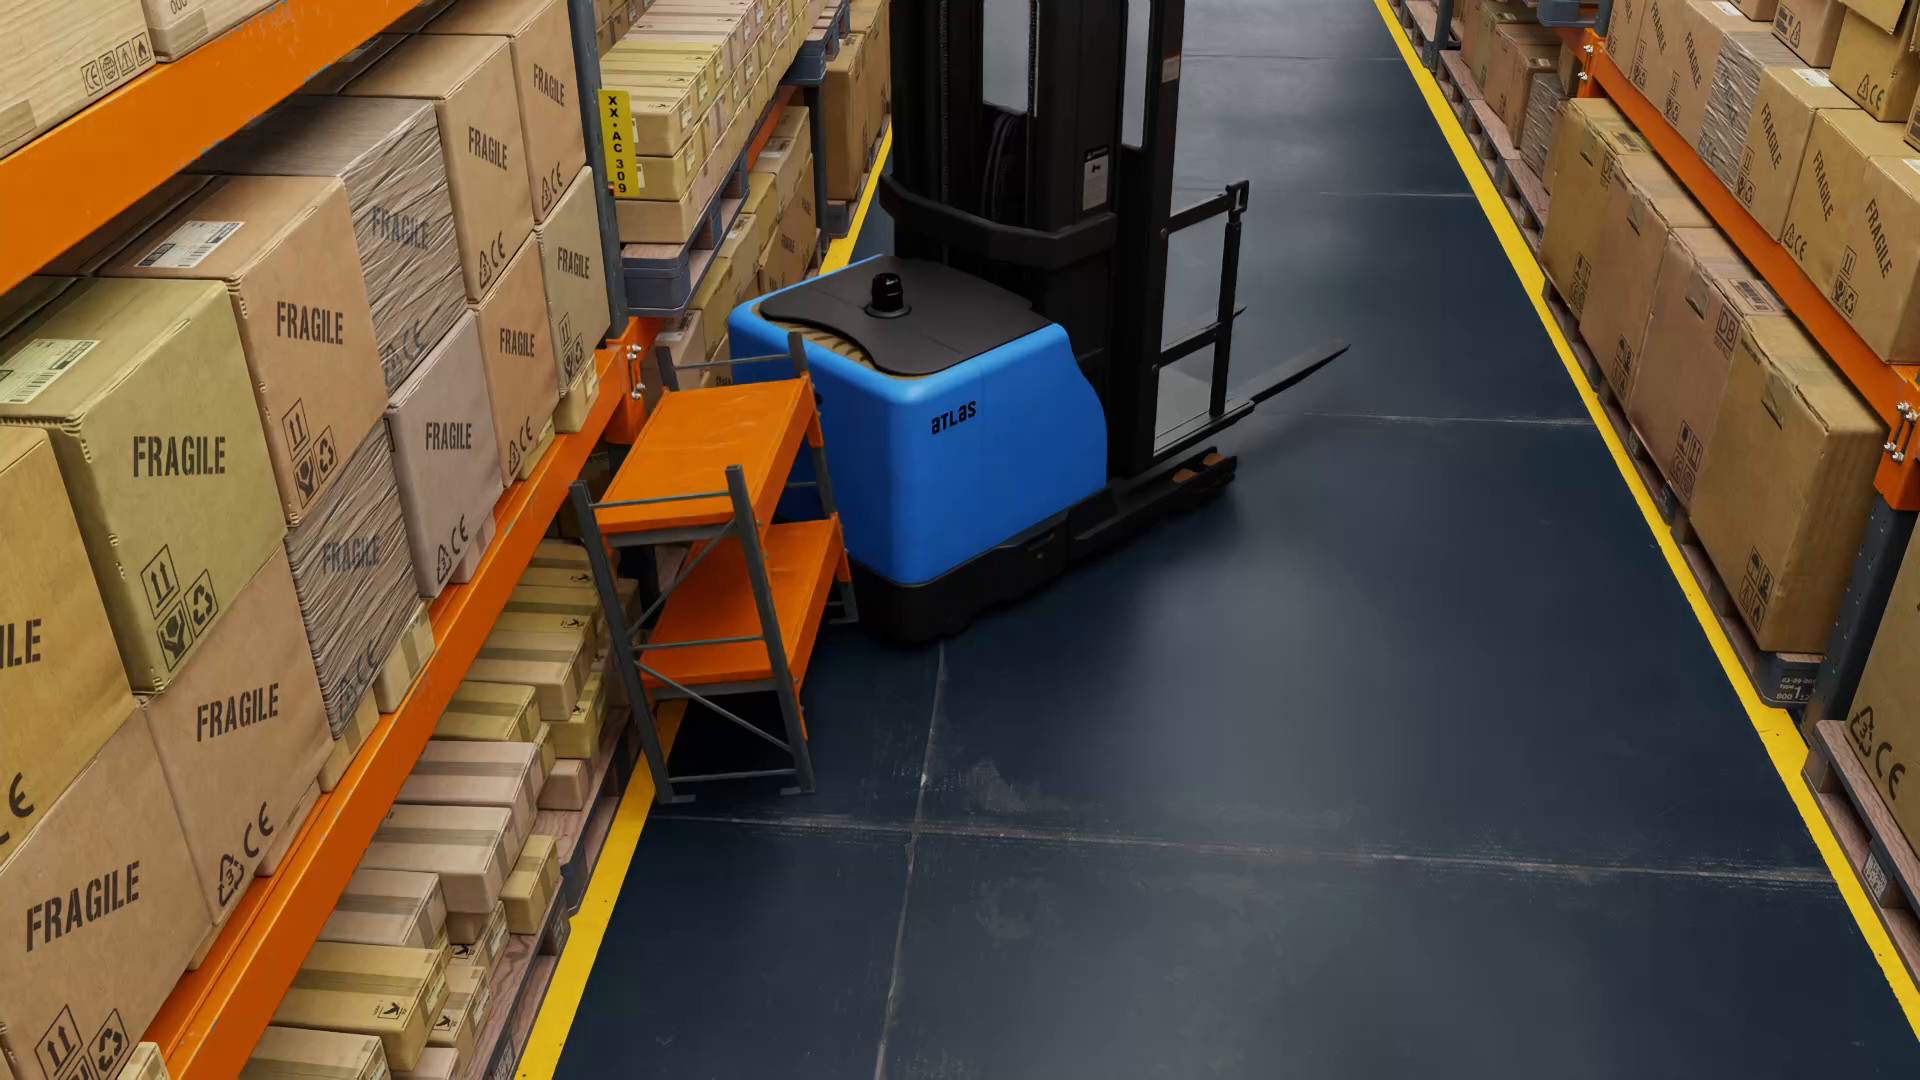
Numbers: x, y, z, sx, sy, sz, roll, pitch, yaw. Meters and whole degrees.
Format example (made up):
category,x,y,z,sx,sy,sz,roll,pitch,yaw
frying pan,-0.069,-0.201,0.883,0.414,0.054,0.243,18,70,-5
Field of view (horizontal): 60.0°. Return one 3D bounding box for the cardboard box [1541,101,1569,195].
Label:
category,x,y,z,sx,sy,sz,roll,pitch,yaw
cardboard box,3.726,-2.142,9.330,0.700,0.500,0.500,1,32,1

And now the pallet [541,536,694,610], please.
category,x,y,z,sx,sy,sz,roll,pitch,yaw
pallet,-1.508,-0.061,6.648,1.003,0.211,1.213,2,32,4

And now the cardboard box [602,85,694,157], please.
category,x,y,z,sx,sy,sz,roll,pitch,yaw
cardboard box,-1.079,-1.352,5.357,0.380,0.149,0.250,4,32,6

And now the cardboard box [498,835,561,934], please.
category,x,y,z,sx,sy,sz,roll,pitch,yaw
cardboard box,-1.347,0.955,4.659,0.380,0.149,0.250,2,32,4

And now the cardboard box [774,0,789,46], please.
category,x,y,z,sx,sy,sz,roll,pitch,yaw
cardboard box,-0.934,-2.179,6.982,0.380,0.149,0.250,3,32,5

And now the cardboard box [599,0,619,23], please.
category,x,y,z,sx,sy,sz,roll,pitch,yaw
cardboard box,-1.605,-2.207,6.744,0.380,0.149,0.250,2,32,3

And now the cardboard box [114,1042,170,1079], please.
category,x,y,z,sx,sy,sz,roll,pitch,yaw
cardboard box,-1.488,0.929,2.623,0.380,0.149,0.250,2,32,3

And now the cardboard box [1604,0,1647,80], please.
category,x,y,z,sx,sy,sz,roll,pitch,yaw
cardboard box,3.380,-2.468,7.800,0.500,0.500,0.500,3,32,5

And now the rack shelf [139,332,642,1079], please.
category,x,y,z,sx,sy,sz,roll,pitch,yaw
rack shelf,-1.733,0.511,3.747,1.077,0.370,4.000,2,32,4

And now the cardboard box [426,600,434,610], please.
category,x,y,z,sx,sy,sz,roll,pitch,yaw
cardboard box,-1.465,0.110,3.952,0.380,0.149,0.250,2,32,3

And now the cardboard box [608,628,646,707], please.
category,x,y,z,sx,sy,sz,roll,pitch,yaw
cardboard box,-1.262,0.414,5.537,0.380,0.149,0.250,3,32,5

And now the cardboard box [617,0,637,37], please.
category,x,y,z,sx,sy,sz,roll,pitch,yaw
cardboard box,-1.587,-2.213,7.038,0.380,0.149,0.250,2,32,4

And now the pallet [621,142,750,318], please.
category,x,y,z,sx,sy,sz,roll,pitch,yaw
pallet,-1.363,-1.153,5.944,1.003,0.211,1.213,2,32,4

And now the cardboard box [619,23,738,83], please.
category,x,y,z,sx,sy,sz,roll,pitch,yaw
cardboard box,-1.017,-1.763,6.023,0.380,0.149,0.250,2,32,3

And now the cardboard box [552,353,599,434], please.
category,x,y,z,sx,sy,sz,roll,pitch,yaw
cardboard box,-1.272,-0.435,4.837,0.380,0.149,0.250,2,32,3

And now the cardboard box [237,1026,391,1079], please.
category,x,y,z,sx,sy,sz,roll,pitch,yaw
cardboard box,-1.494,1.220,3.662,0.380,0.149,0.250,4,32,6

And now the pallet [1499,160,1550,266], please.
category,x,y,z,sx,sy,sz,roll,pitch,yaw
pallet,3.756,-1.889,9.614,1.003,0.211,1.213,2,32,4

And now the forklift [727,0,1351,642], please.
category,x,y,z,sx,sy,sz,roll,pitch,yaw
forklift,0.531,-1.549,6.470,3.031,2.935,1.130,-28,41,-37

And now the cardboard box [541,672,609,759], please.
category,x,y,z,sx,sy,sz,roll,pitch,yaw
cardboard box,-1.293,0.529,5.067,0.380,0.149,0.250,1,32,2

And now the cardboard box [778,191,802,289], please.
category,x,y,z,sx,sy,sz,roll,pitch,yaw
cardboard box,-1.083,-1.420,8.178,0.500,0.500,0.500,4,32,6

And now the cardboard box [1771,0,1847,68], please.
category,x,y,z,sx,sy,sz,roll,pitch,yaw
cardboard box,3.511,-2.064,6.189,0.797,0.503,0.637,3,32,6

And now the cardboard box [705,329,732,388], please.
category,x,y,z,sx,sy,sz,roll,pitch,yaw
cardboard box,-1.204,-0.607,6.859,0.500,0.500,0.500,4,32,6

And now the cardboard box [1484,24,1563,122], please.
category,x,y,z,sx,sy,sz,roll,pitch,yaw
cardboard box,3.842,-3.021,10.757,0.700,0.500,0.500,0,32,0

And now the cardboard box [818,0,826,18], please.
category,x,y,z,sx,sy,sz,roll,pitch,yaw
cardboard box,-0.848,-2.597,7.944,0.380,0.149,0.250,2,32,4

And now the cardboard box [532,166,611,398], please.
category,x,y,z,sx,sy,sz,roll,pitch,yaw
cardboard box,-1.328,-0.745,4.721,0.500,0.500,0.500,3,32,4

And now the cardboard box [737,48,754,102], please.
category,x,y,z,sx,sy,sz,roll,pitch,yaw
cardboard box,-0.999,-1.773,6.324,0.380,0.149,0.250,4,32,6

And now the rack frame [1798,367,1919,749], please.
category,x,y,z,sx,sy,sz,roll,pitch,yaw
rack frame,3.365,-0.576,4.826,1.000,3.000,0.127,2,32,4

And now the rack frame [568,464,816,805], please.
category,x,y,z,sx,sy,sz,roll,pitch,yaw
rack frame,-0.777,0.309,4.940,0.500,1.125,0.032,-5,28,8

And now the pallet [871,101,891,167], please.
category,x,y,z,sx,sy,sz,roll,pitch,yaw
pallet,-1.003,-2.791,11.077,1.003,0.211,1.213,2,32,4

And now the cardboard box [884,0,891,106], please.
category,x,y,z,sx,sy,sz,roll,pitch,yaw
cardboard box,-0.962,-3.412,11.172,1.050,0.750,0.750,2,32,4

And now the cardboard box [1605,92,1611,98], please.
category,x,y,z,sx,sy,sz,roll,pitch,yaw
cardboard box,3.716,-2.462,9.134,0.500,0.250,0.500,4,32,6

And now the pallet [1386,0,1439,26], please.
category,x,y,z,sx,sy,sz,roll,pitch,yaw
pallet,4.133,-4.565,13.956,1.003,0.211,1.213,2,32,4

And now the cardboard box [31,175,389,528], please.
category,x,y,z,sx,sy,sz,roll,pitch,yaw
cardboard box,-1.457,-0.369,3.158,0.500,0.500,0.500,1,32,2

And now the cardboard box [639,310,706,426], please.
category,x,y,z,sx,sy,sz,roll,pitch,yaw
cardboard box,-1.247,-0.650,6.213,0.500,0.250,0.500,1,32,2

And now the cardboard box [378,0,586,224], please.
category,x,y,z,sx,sy,sz,roll,pitch,yaw
cardboard box,-1.339,-1.178,4.471,0.500,0.500,0.500,1,32,2

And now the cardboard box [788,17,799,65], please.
category,x,y,z,sx,sy,sz,roll,pitch,yaw
cardboard box,-0.913,-2.191,7.286,0.380,0.149,0.250,1,32,2

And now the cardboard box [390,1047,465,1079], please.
category,x,y,z,sx,sy,sz,roll,pitch,yaw
cardboard box,-1.418,1.362,3.998,0.380,0.149,0.250,1,32,2

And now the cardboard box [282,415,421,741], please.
category,x,y,z,sx,sy,sz,roll,pitch,yaw
cardboard box,-1.478,0.055,3.422,0.500,0.500,0.500,2,32,3

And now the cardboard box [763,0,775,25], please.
category,x,y,z,sx,sy,sz,roll,pitch,yaw
cardboard box,-0.957,-2.170,6.684,0.380,0.149,0.250,3,32,5

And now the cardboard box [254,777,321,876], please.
category,x,y,z,sx,sy,sz,roll,pitch,yaw
cardboard box,-1.509,0.519,3.288,0.380,0.149,0.250,2,32,3

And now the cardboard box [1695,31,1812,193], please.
category,x,y,z,sx,sy,sz,roll,pitch,yaw
cardboard box,3.260,-1.669,6.503,0.500,0.500,0.500,3,32,4

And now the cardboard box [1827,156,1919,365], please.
category,x,y,z,sx,sy,sz,roll,pitch,yaw
cardboard box,3.131,-0.875,5.215,0.500,0.500,0.500,3,32,4

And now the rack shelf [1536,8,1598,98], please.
category,x,y,z,sx,sy,sz,roll,pitch,yaw
rack shelf,3.854,-3.407,10.105,1.077,0.370,4.000,2,32,4

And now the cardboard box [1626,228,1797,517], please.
category,x,y,z,sx,sy,sz,roll,pitch,yaw
cardboard box,3.469,-0.653,6.576,1.225,0.875,0.875,1,32,2

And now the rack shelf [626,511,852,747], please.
category,x,y,z,sx,sy,sz,roll,pitch,yaw
rack shelf,-0.701,0.280,5.498,0.538,0.278,1.000,-5,28,8

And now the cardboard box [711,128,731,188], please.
category,x,y,z,sx,sy,sz,roll,pitch,yaw
cardboard box,-1.039,-1.375,5.961,0.380,0.149,0.250,3,32,4

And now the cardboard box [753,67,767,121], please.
category,x,y,z,sx,sy,sz,roll,pitch,yaw
cardboard box,-0.979,-1.782,6.622,0.380,0.149,0.250,2,32,3

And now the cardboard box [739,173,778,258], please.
category,x,y,z,sx,sy,sz,roll,pitch,yaw
cardboard box,-1.126,-1.468,7.540,0.500,0.250,0.500,3,32,5

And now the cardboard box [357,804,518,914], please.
category,x,y,z,sx,sy,sz,roll,pitch,yaw
cardboard box,-1.372,0.823,4.305,0.380,0.149,0.250,1,32,2

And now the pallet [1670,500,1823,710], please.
category,x,y,z,sx,sy,sz,roll,pitch,yaw
pallet,3.353,0.204,6.217,1.003,0.211,1.213,2,32,4

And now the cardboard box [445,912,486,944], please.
category,x,y,z,sx,sy,sz,roll,pitch,yaw
cardboard box,-1.454,0.929,4.417,0.380,0.149,0.250,1,32,2

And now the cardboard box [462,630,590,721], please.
category,x,y,z,sx,sy,sz,roll,pitch,yaw
cardboard box,-1.334,0.404,4.986,0.380,0.149,0.250,2,32,4

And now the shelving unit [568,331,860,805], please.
category,x,y,z,sx,sy,sz,roll,pitch,yaw
shelving unit,-0.737,0.066,5.385,0.538,1.125,1.048,-5,28,8

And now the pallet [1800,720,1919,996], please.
category,x,y,z,sx,sy,sz,roll,pitch,yaw
pallet,3.225,1.005,4.918,1.003,0.211,1.213,2,32,4

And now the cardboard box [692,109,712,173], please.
category,x,y,z,sx,sy,sz,roll,pitch,yaw
cardboard box,-1.060,-1.361,5.655,0.380,0.149,0.250,2,32,3

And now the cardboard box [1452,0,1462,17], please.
category,x,y,z,sx,sy,sz,roll,pitch,yaw
cardboard box,4.128,-4.381,12.983,0.500,0.500,0.500,13,34,19
